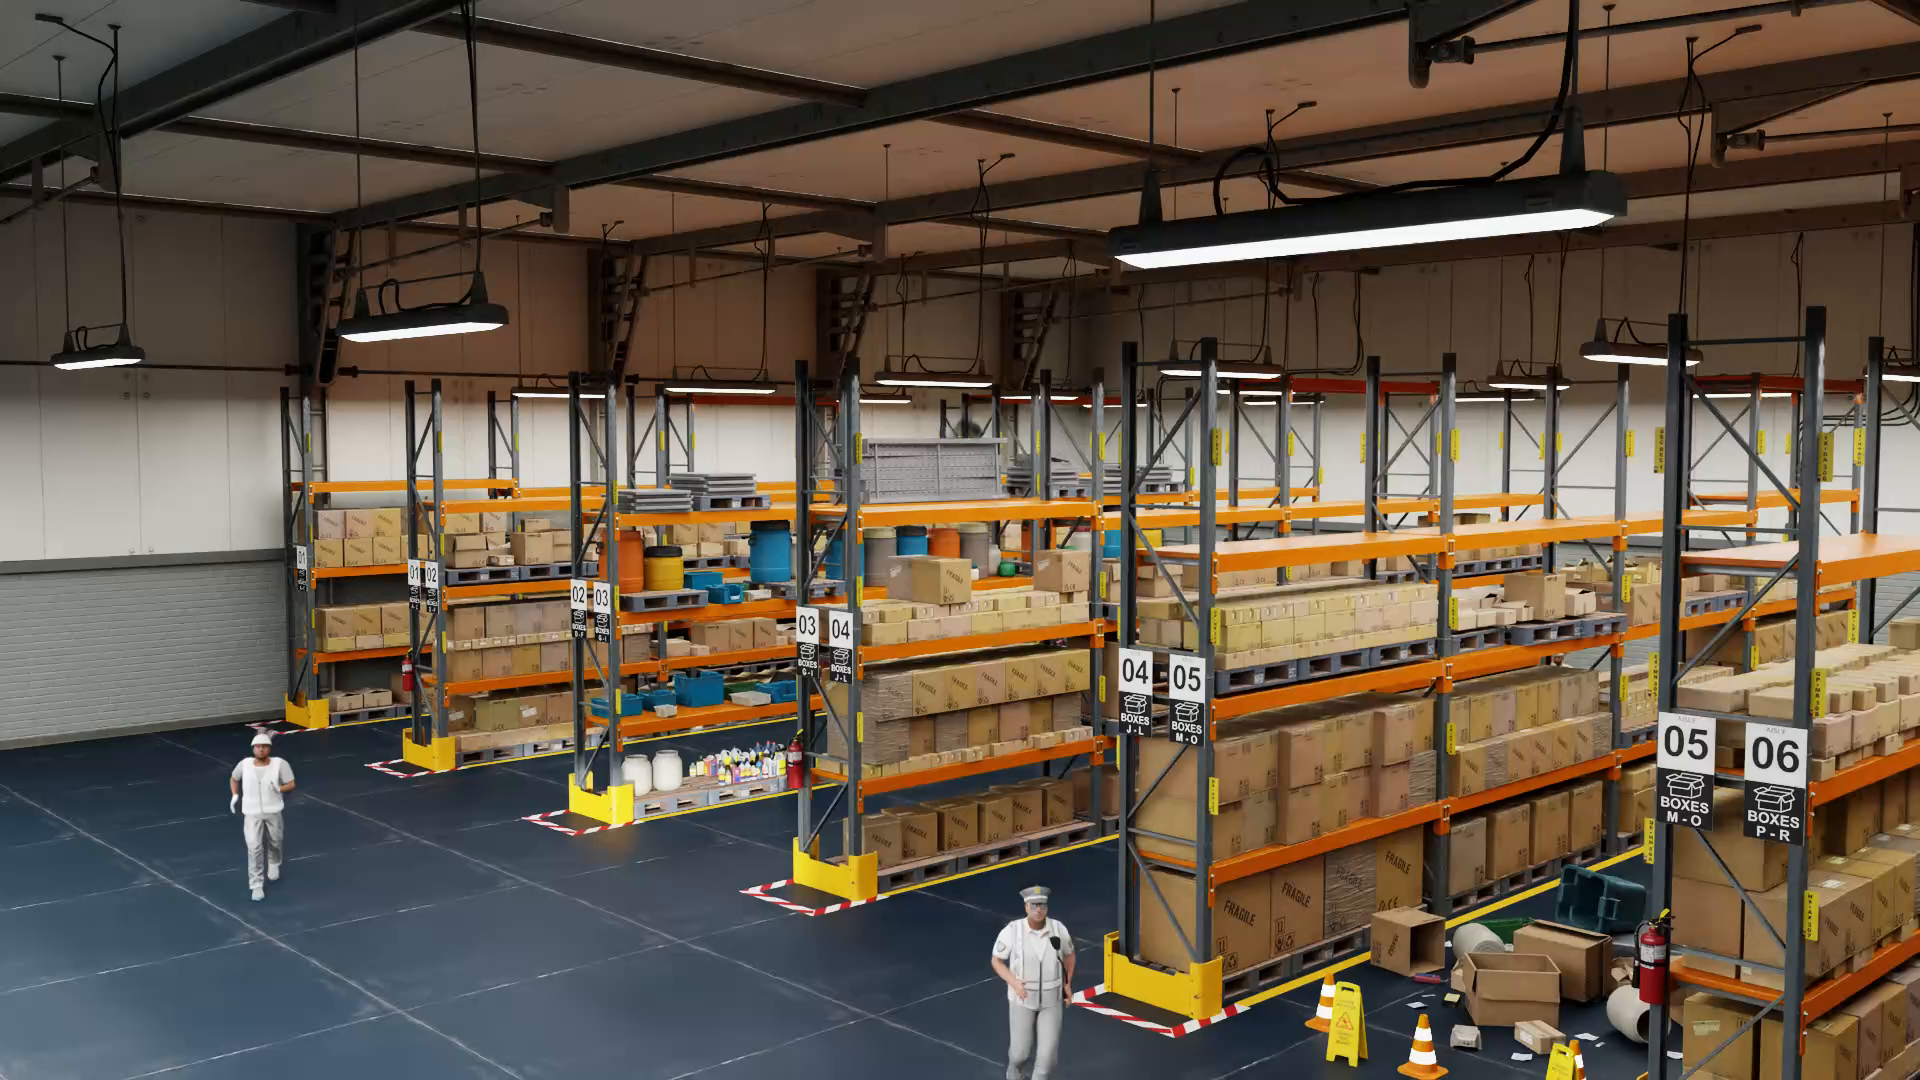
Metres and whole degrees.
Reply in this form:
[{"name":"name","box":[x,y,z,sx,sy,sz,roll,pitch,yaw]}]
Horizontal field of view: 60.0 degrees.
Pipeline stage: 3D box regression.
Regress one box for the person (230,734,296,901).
[{"name":"person","box":[-7.812,3.053,18.647,0.687,1.767,1.001,-1,4,-21]}]

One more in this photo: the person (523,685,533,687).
[{"name":"person","box":[-7.637,2.467,29.204,0.577,1.664,0.925,2,4,27]}]

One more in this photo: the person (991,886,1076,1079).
[{"name":"person","box":[0.566,3.484,12.707,0.650,1.732,0.678,-1,4,-9]}]

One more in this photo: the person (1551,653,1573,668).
[{"name":"person","box":[9.684,2.611,26.942,0.562,1.742,0.739,3,5,43]}]
